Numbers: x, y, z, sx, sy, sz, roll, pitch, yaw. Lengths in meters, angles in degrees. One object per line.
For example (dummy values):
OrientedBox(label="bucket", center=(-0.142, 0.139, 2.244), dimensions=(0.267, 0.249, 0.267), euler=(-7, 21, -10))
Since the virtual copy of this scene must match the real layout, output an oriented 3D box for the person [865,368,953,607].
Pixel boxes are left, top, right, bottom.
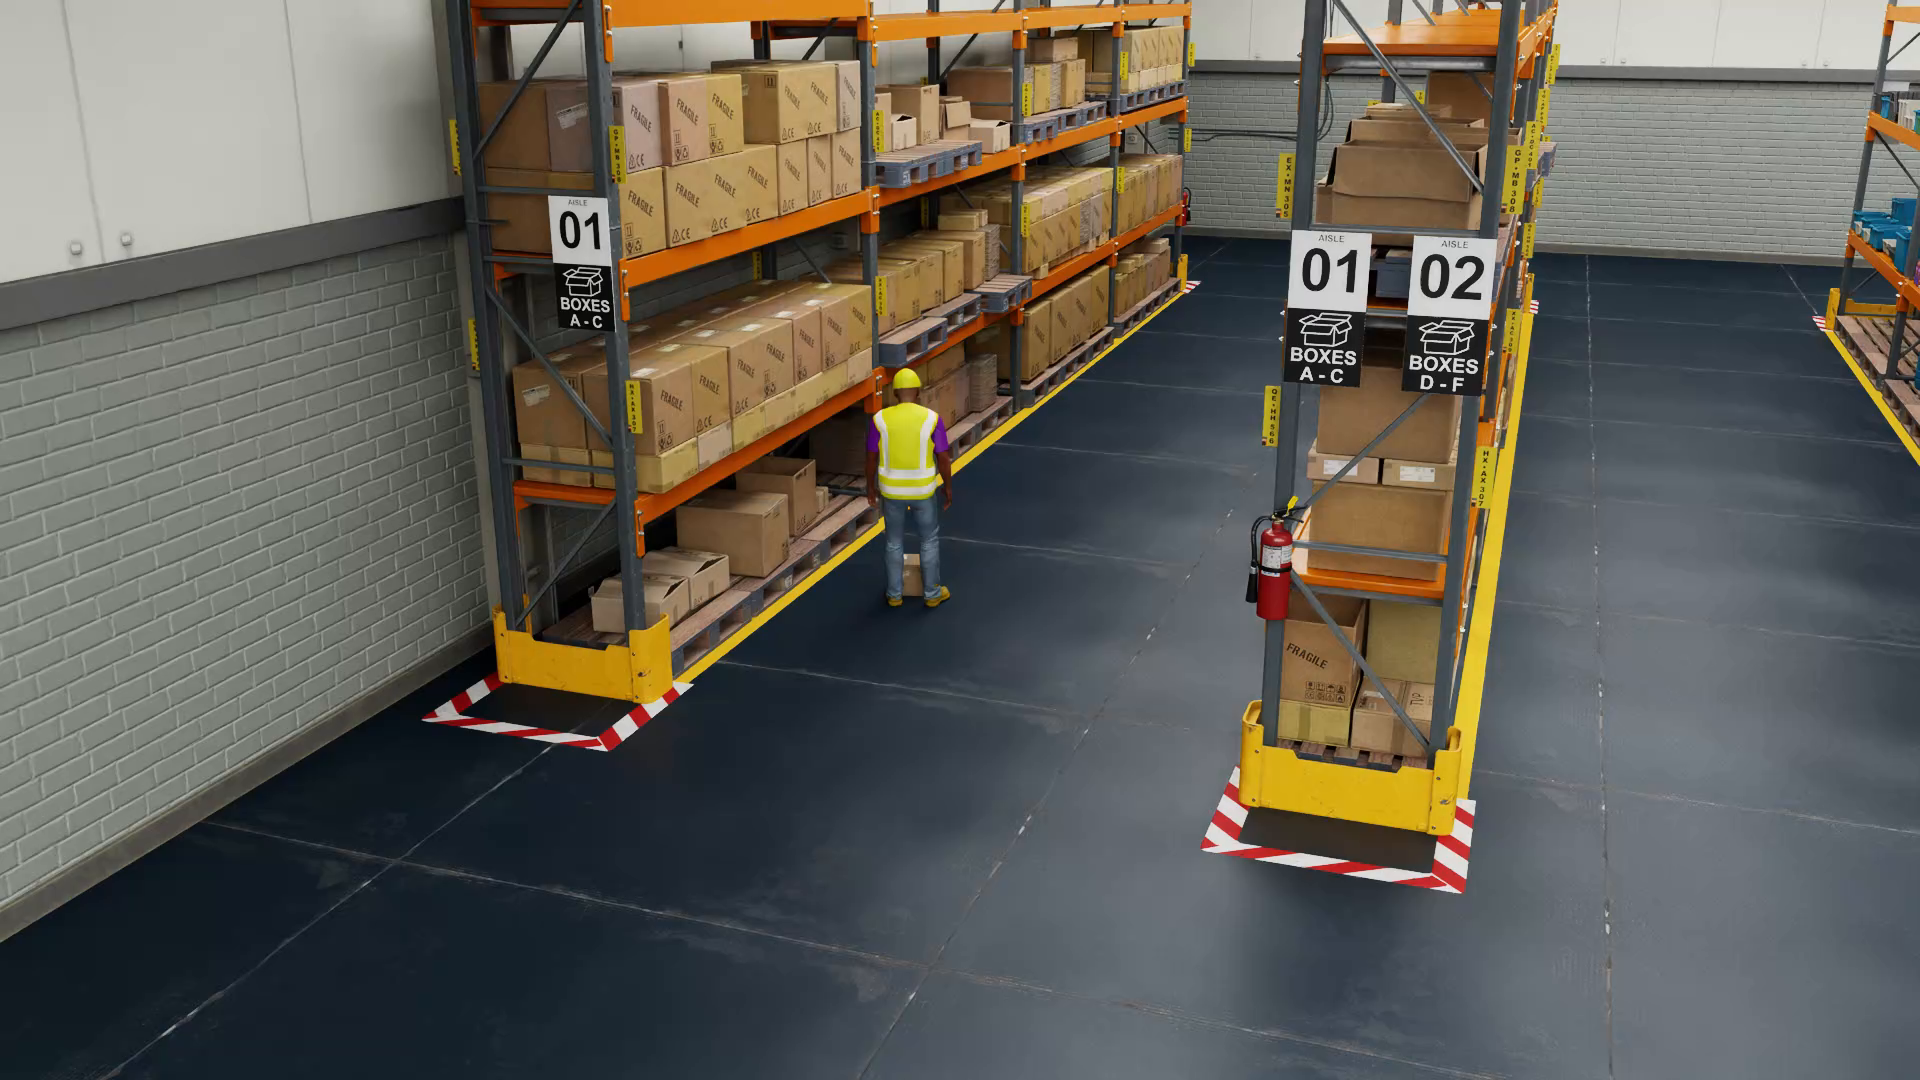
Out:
OrientedBox(label="person", center=(-0.370, -0.380, 12.164), dimensions=(0.632, 1.760, 0.463), euler=(2, 19, 5))
